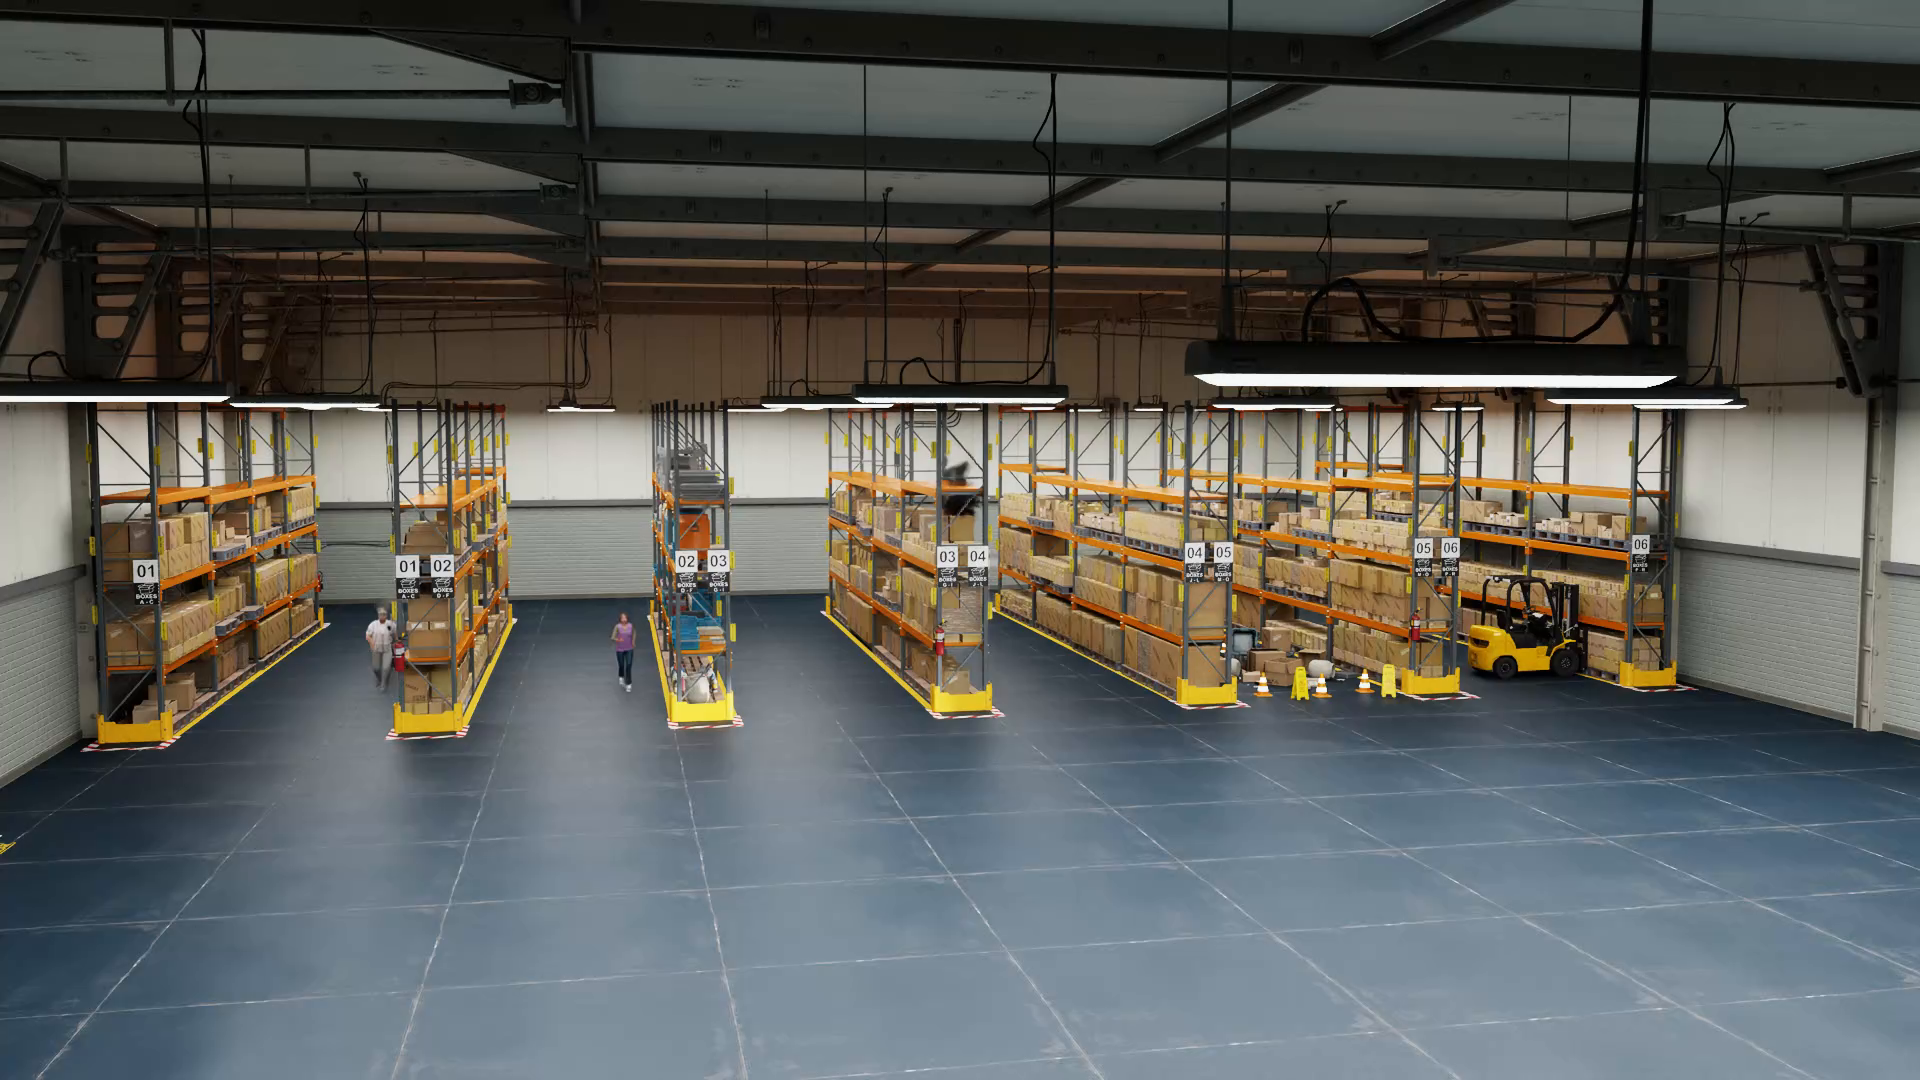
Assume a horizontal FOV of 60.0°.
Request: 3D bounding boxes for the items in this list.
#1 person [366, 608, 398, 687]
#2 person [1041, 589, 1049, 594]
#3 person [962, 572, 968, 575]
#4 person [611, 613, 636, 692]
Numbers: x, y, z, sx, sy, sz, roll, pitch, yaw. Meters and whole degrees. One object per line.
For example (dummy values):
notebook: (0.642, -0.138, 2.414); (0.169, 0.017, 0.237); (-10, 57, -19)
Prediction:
person: (-11.959, 2.214, 34.462); (0.649, 1.654, 0.542); (-1, 5, -19)
person: (2.502, 1.197, 49.730); (0.797, 1.617, 0.708); (4, 6, 41)
person: (-0.116, 1.244, 48.250); (0.835, 1.731, 0.834); (1, 4, 16)
person: (-6.972, 2.301, 34.545); (0.537, 1.596, 0.878); (-1, 5, -19)
